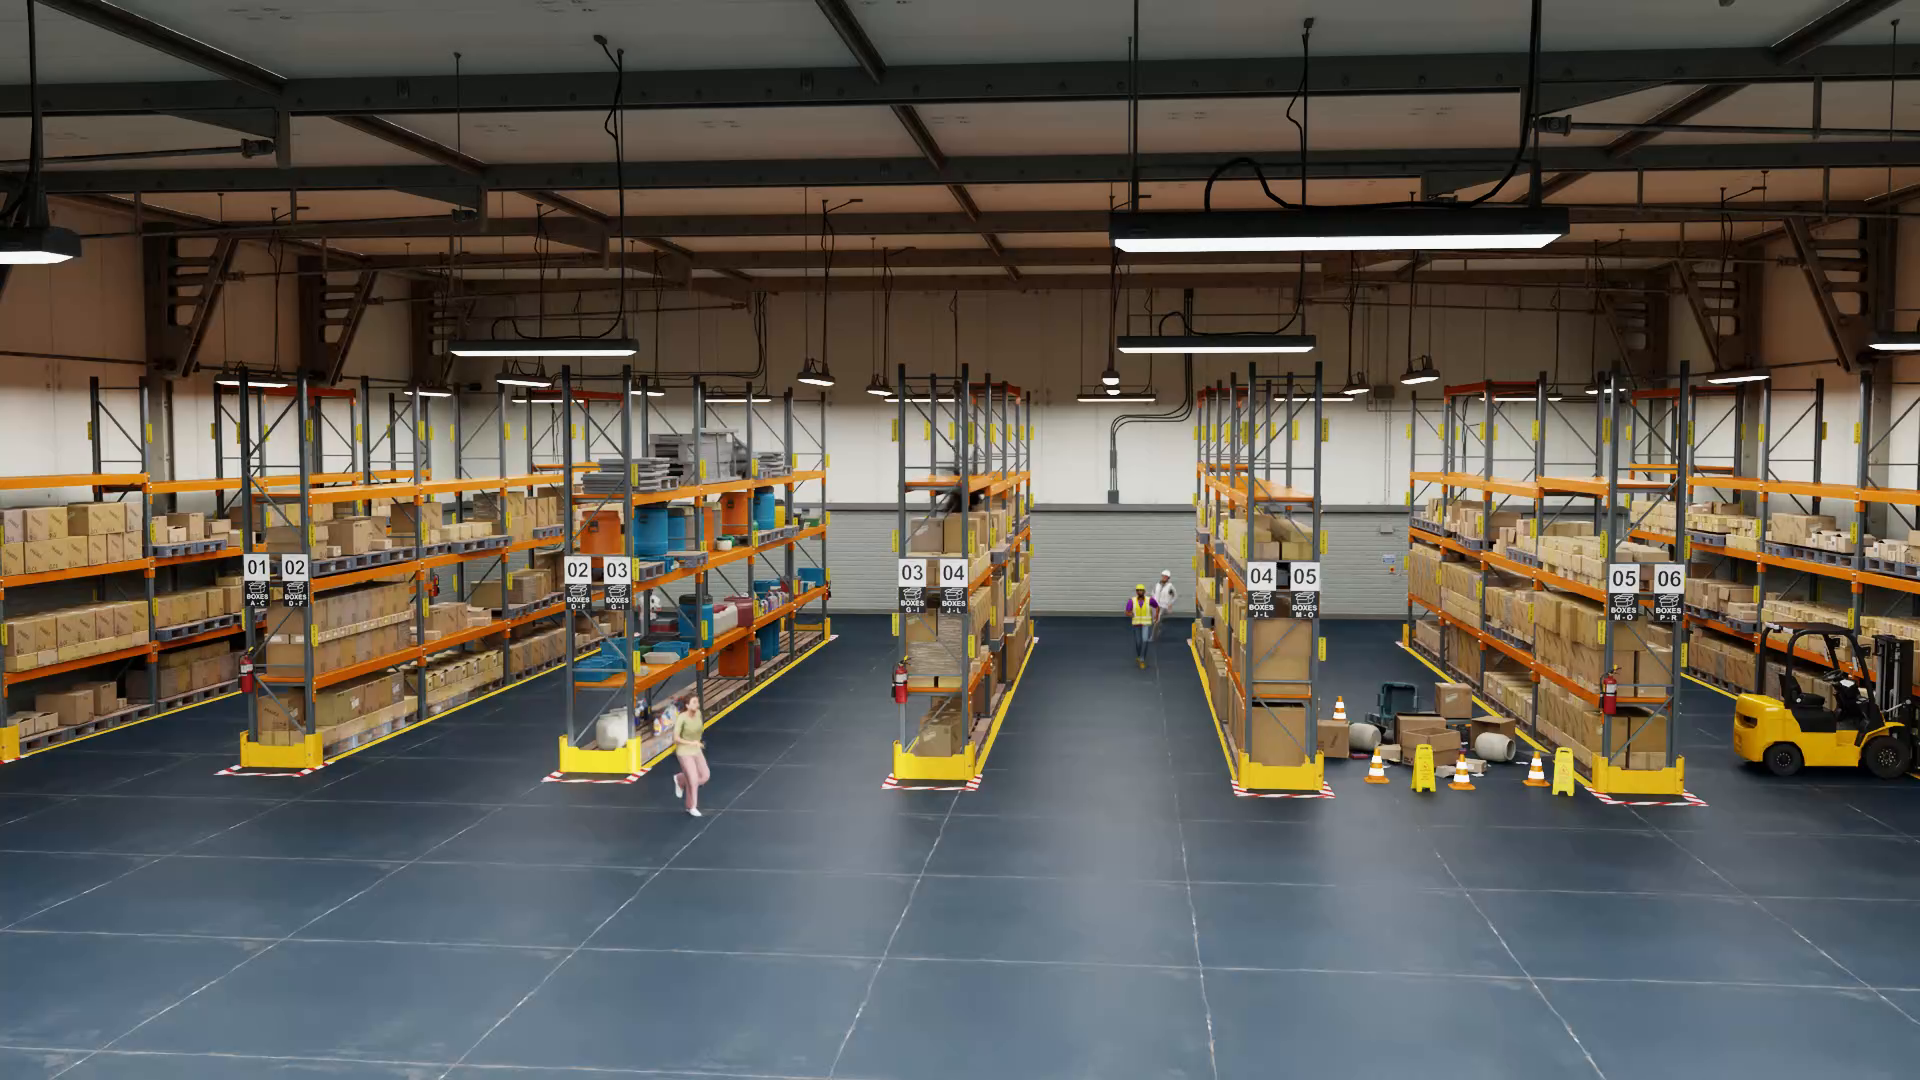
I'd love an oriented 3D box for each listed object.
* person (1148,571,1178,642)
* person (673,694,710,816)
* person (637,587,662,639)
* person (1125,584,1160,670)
[{"bbox_3d":[4.867,1.589,39.889,0.707,1.712,0.740,2,4,34],"label":"person"},{"bbox_3d":[-3.529,2.808,21.824,0.632,1.622,0.619,3,5,36],"label":"person"},{"bbox_3d":[-6.836,1.809,36.564,0.570,1.735,0.848,0,4,-4],"label":"person"},{"bbox_3d":[3.900,1.843,35.670,0.704,1.793,0.890,1,4,14],"label":"person"}]
